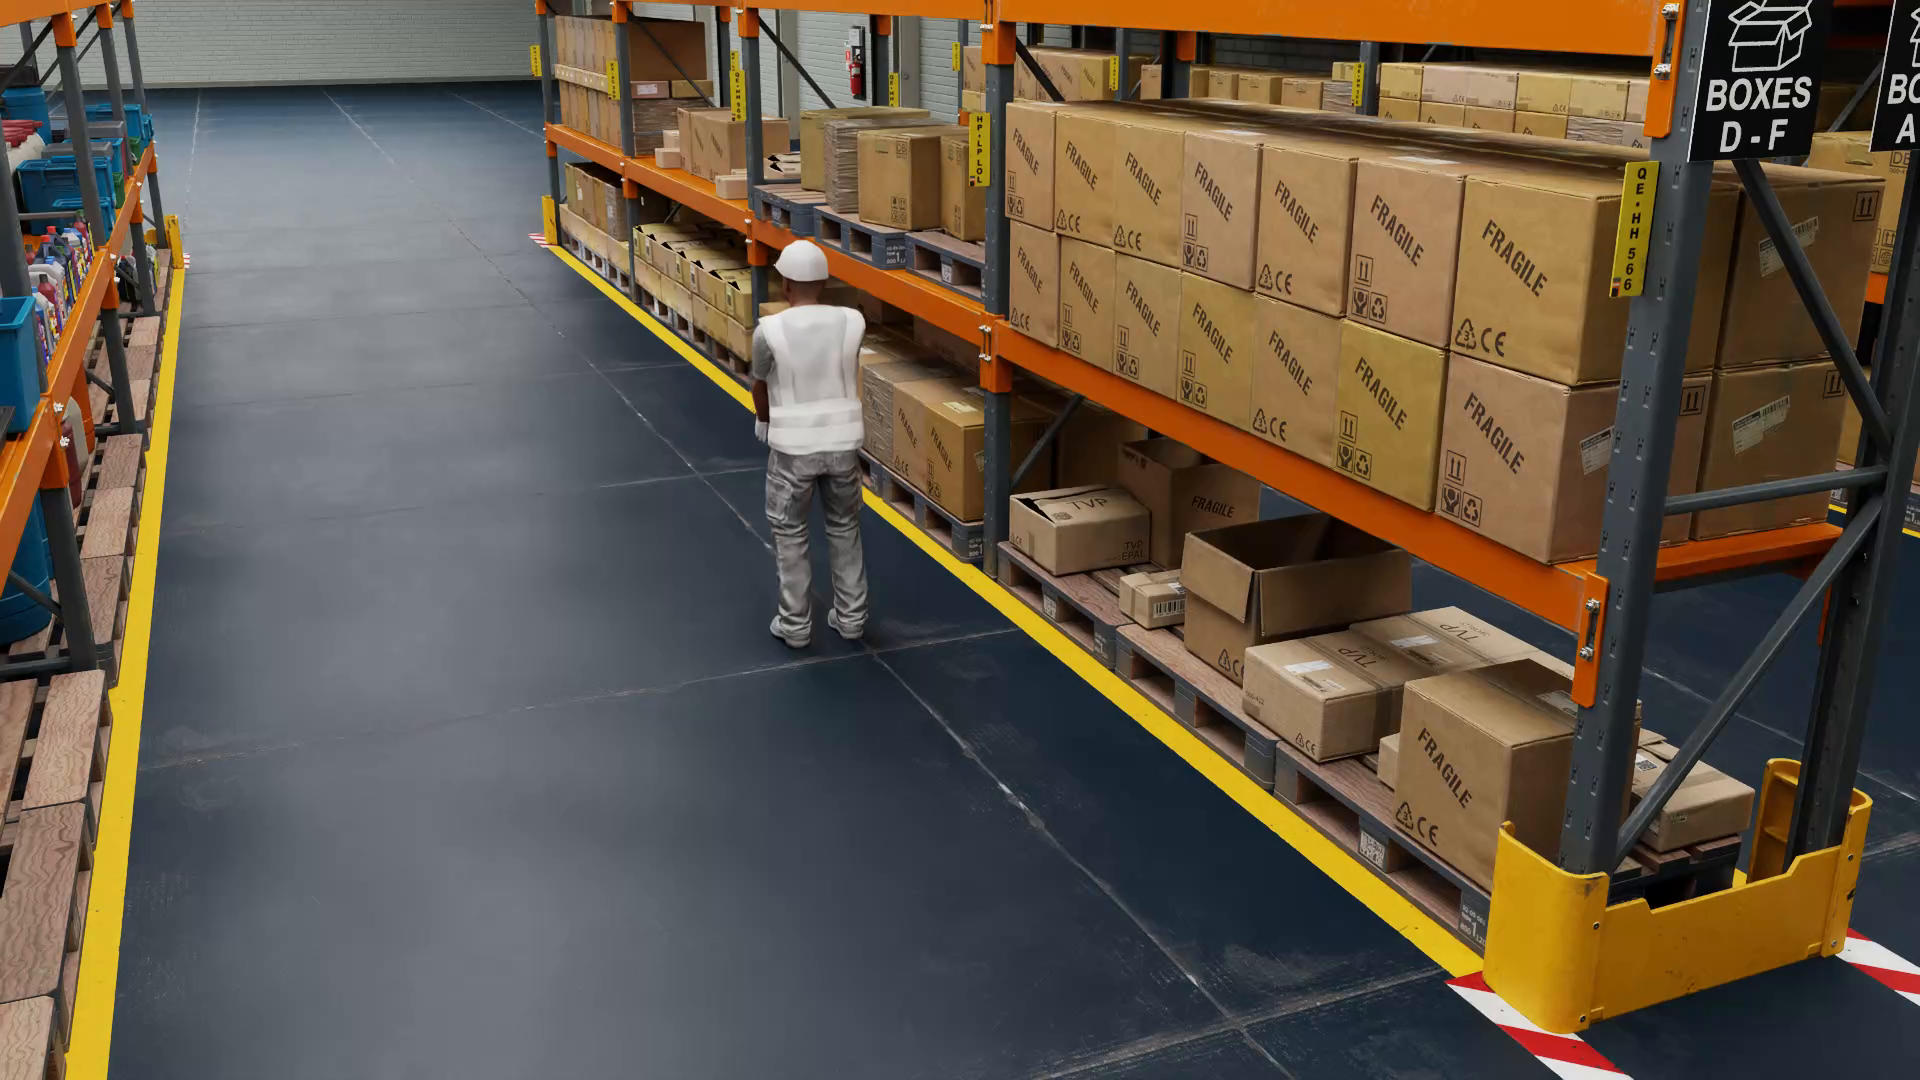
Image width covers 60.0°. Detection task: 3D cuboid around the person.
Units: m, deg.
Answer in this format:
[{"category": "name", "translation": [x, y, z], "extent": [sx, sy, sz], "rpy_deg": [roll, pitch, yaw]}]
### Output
[{"category": "person", "translation": [-0.684, -0.434, 7.320], "extent": [0.492, 1.779, 0.577], "rpy_deg": [-8, 20, -23]}]
